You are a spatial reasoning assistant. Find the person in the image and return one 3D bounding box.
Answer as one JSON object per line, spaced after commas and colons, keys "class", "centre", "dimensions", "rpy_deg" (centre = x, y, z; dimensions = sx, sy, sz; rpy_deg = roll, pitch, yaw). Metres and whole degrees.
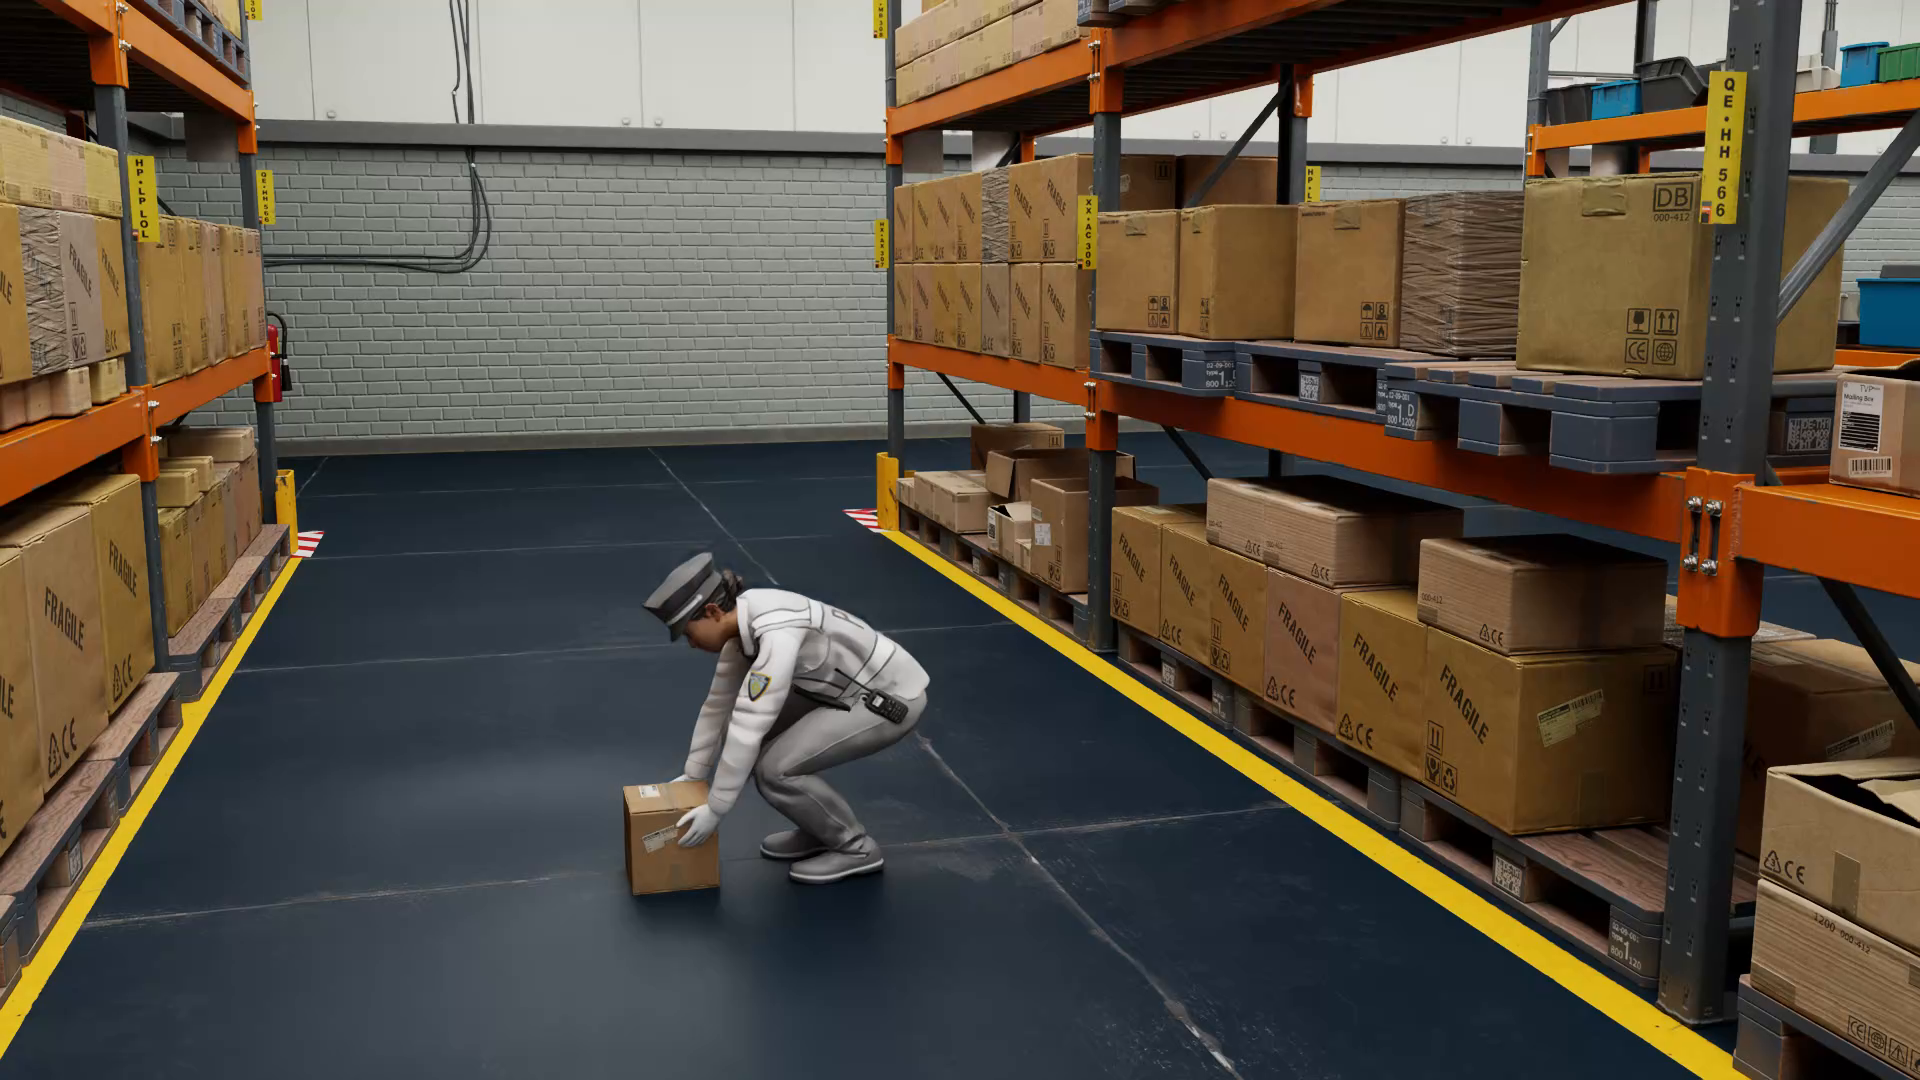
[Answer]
{"class": "person", "centre": [-0.505, 0.508, 4.909], "dimensions": [0.845, 0.984, 0.489], "rpy_deg": [-3, 10, -16]}
